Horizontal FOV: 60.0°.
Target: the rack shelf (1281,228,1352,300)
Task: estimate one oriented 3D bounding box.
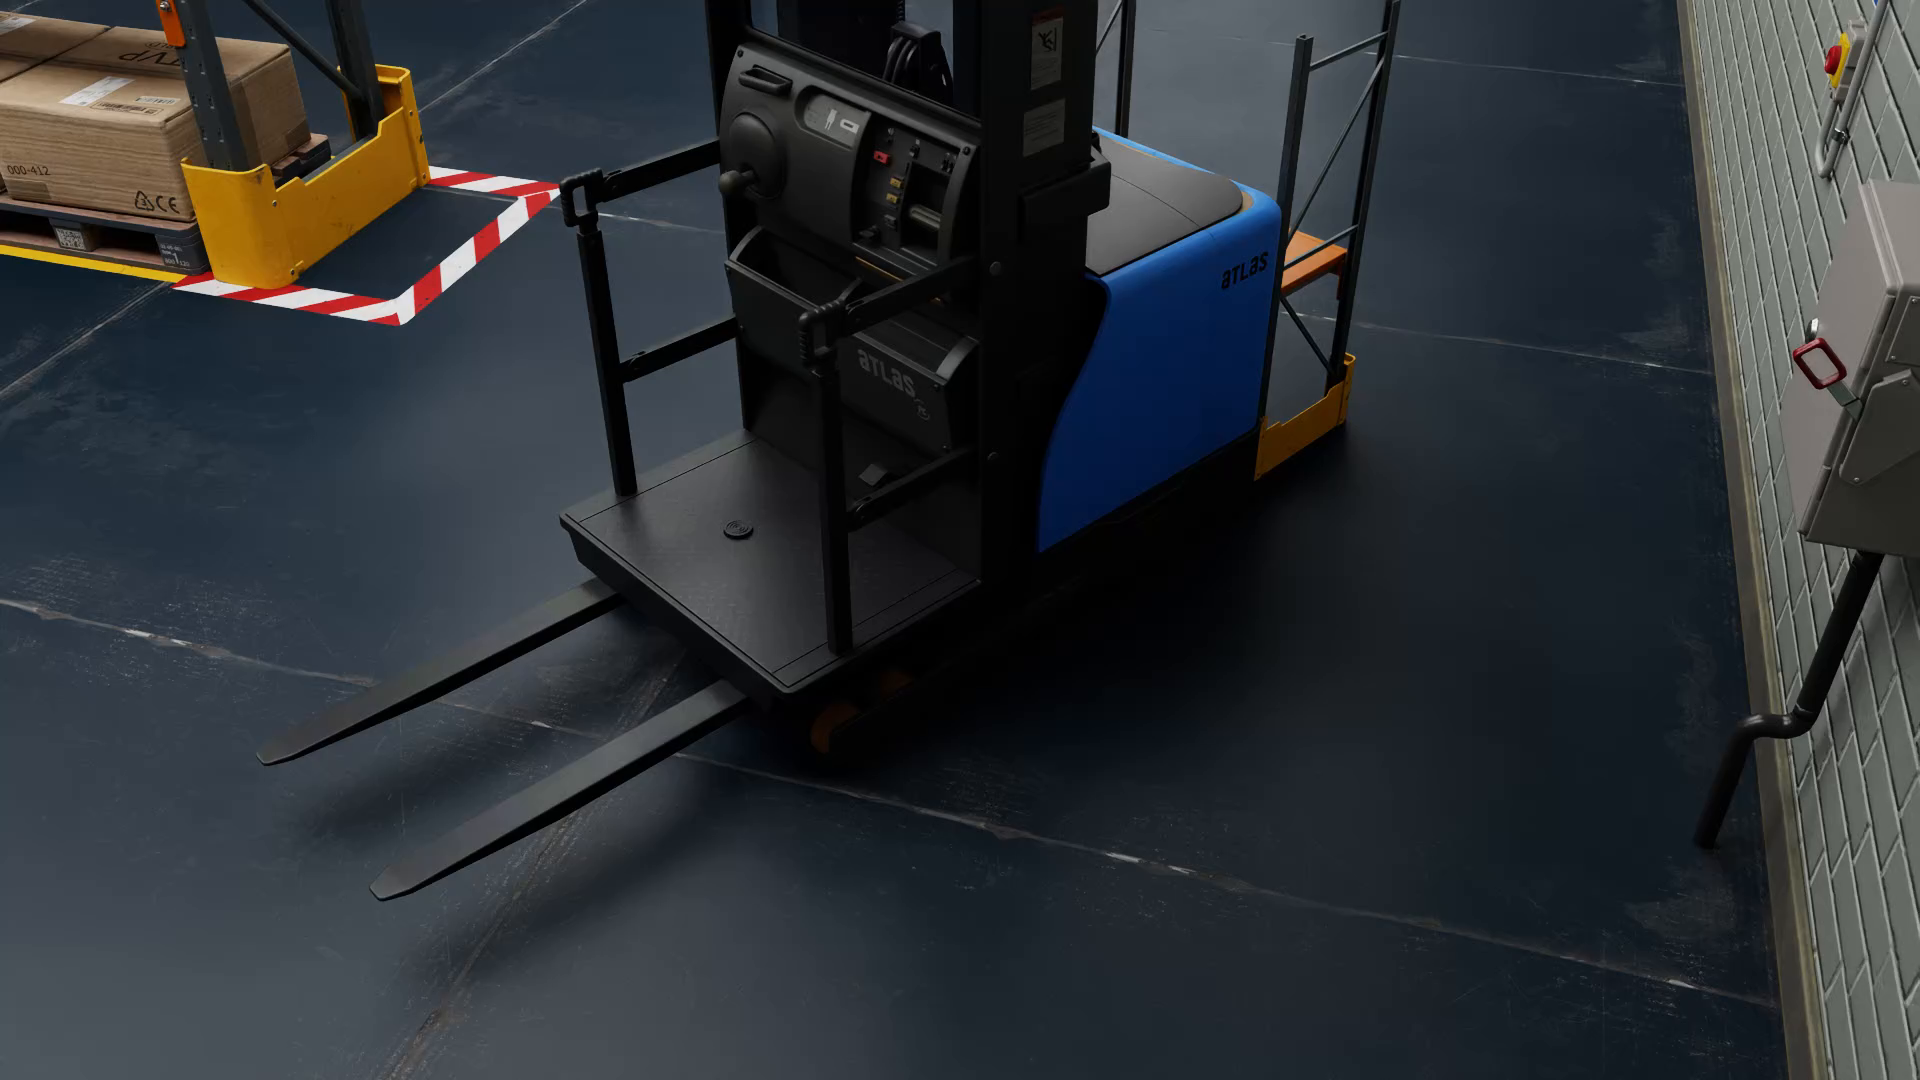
[{"bbox_3d":[0.784,-0.995,5.719,1.000,0.185,0.538,30,46,35],"label":"rack shelf"}]

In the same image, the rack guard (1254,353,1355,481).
[{"bbox_3d":[1.144,-0.425,5.695,0.087,0.250,0.587,30,46,35],"label":"rack guard"}]

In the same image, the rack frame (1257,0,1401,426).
[{"bbox_3d":[1.145,-0.928,5.324,0.032,1.500,0.500,30,46,35],"label":"rack frame"}]

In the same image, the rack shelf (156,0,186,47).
[{"bbox_3d":[-4.656,-2.635,6.985,4.000,0.370,1.077,10,38,14],"label":"rack shelf"}]

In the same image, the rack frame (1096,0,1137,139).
[{"bbox_3d":[0.423,-1.352,5.900,0.032,1.500,0.500,30,46,35],"label":"rack frame"}]

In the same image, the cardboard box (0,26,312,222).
[{"bbox_3d":[-3.406,-1.768,7.008,0.875,0.438,0.875,9,37,12],"label":"cardboard box"}]

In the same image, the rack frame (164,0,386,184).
[{"bbox_3d":[-2.747,-2.571,6.291,0.127,3.000,1.000,10,38,14],"label":"rack frame"}]

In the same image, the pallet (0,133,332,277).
[{"bbox_3d":[-3.533,-1.545,7.250,1.213,0.211,1.003,10,38,14],"label":"pallet"}]

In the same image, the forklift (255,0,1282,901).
[{"bbox_3d":[-0.456,-0.928,4.117,3.031,2.935,1.130,-29,45,-33],"label":"forklift"}]

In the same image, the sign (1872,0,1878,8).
[{"bbox_3d":[2.715,-1.713,4.897,0.001,0.218,0.327,10,38,14],"label":"sign"}]

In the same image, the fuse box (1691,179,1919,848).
[{"bbox_3d":[1.877,0.094,3.757,0.414,1.711,0.539,10,38,14],"label":"fuse box"}]

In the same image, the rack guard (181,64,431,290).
[{"bbox_3d":[-2.724,-1.560,7.026,0.348,0.500,1.175,10,38,14],"label":"rack guard"}]

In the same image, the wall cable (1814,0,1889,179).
[{"bbox_3d":[2.643,-2.009,4.645,0.123,1.953,0.585,10,38,14],"label":"wall cable"}]

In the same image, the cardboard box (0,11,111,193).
[{"bbox_3d":[-4.282,-1.925,7.221,0.875,0.438,0.875,11,38,15],"label":"cardboard box"}]

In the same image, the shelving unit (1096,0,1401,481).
[{"bbox_3d":[0.790,-1.137,5.607,1.083,1.500,0.587,30,46,35],"label":"shelving unit"}]
